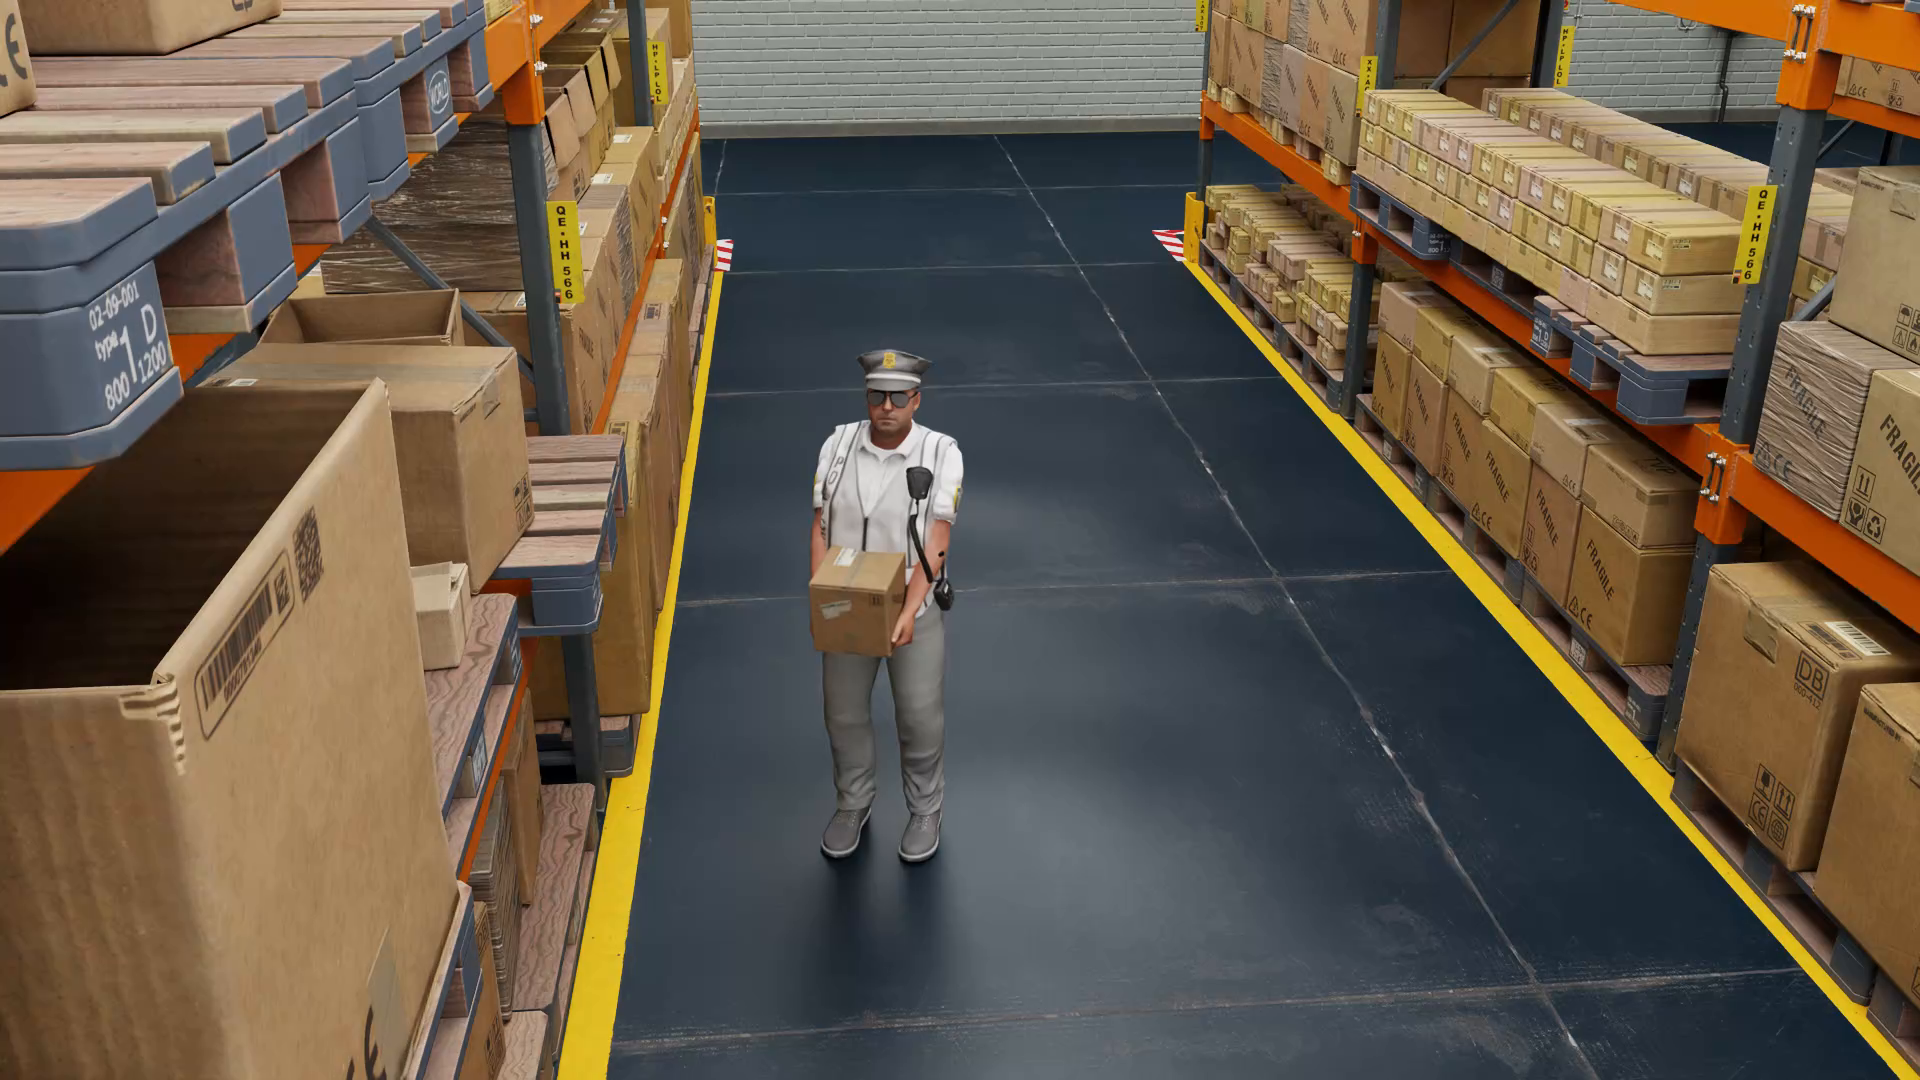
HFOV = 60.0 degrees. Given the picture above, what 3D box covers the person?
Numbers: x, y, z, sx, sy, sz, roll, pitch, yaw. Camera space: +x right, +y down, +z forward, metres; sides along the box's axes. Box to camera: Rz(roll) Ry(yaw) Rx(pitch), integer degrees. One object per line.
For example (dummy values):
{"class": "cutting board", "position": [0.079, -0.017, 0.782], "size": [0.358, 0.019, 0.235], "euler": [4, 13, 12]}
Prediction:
{"class": "person", "position": [-0.258, 0.242, 5.510], "size": [0.494, 1.768, 0.571], "euler": [5, 24, 12]}
